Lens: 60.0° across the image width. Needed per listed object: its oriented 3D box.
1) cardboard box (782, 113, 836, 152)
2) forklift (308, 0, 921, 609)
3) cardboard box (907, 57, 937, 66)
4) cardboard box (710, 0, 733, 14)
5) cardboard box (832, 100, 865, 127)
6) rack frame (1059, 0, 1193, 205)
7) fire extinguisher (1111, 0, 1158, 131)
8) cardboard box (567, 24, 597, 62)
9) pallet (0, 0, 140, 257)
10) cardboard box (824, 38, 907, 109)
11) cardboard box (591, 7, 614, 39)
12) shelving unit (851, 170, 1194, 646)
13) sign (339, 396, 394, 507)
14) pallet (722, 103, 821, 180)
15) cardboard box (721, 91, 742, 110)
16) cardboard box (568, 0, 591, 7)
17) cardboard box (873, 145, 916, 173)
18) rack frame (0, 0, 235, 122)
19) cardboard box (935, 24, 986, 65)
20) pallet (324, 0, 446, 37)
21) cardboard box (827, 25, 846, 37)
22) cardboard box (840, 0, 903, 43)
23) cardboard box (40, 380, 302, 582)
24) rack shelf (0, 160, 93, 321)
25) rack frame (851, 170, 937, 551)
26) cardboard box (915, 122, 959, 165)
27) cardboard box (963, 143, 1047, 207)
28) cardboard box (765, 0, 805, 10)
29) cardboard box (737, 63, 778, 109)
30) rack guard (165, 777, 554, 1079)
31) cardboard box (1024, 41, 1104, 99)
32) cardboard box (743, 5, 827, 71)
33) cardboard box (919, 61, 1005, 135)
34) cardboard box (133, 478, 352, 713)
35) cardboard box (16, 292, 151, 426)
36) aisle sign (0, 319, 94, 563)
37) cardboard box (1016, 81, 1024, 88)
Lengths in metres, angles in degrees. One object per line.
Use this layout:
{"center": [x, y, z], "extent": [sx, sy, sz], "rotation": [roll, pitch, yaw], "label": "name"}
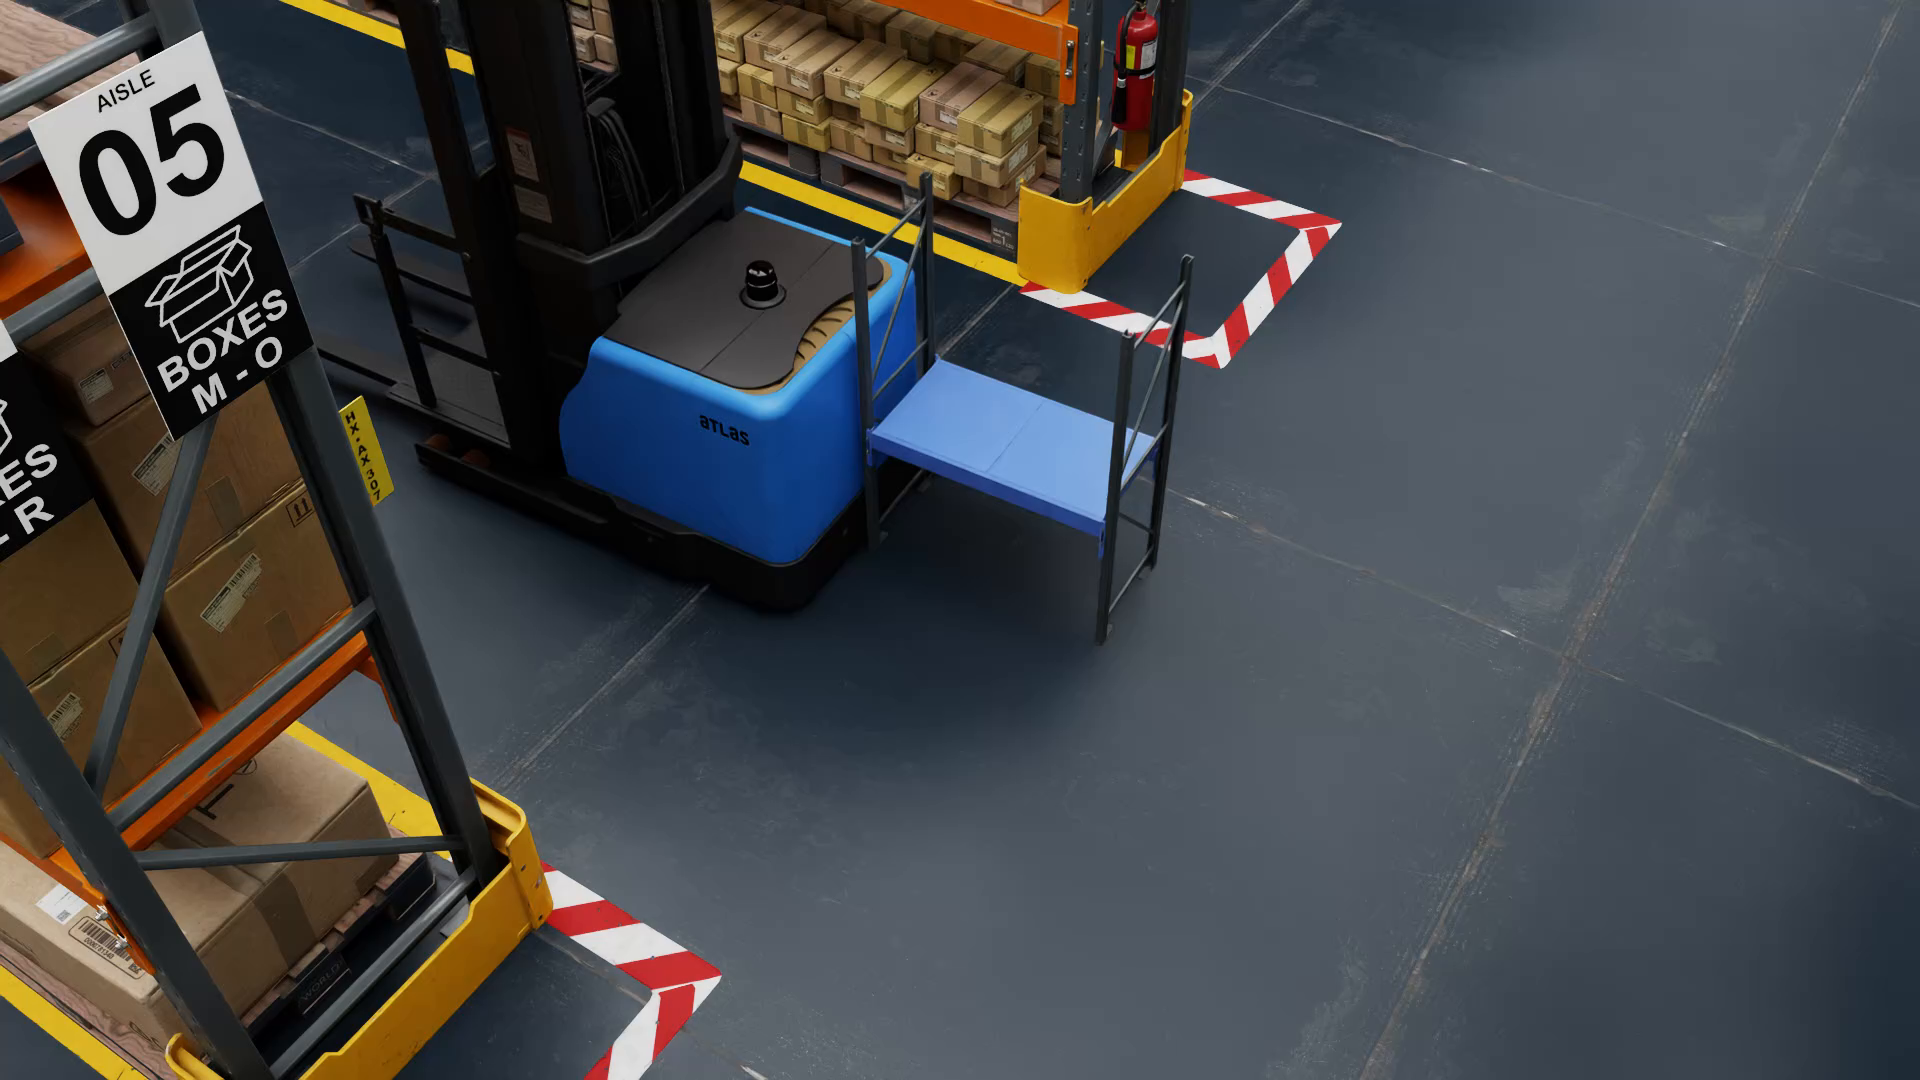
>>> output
{"center": [-0.692, -2.153, 8.446], "extent": [0.250, 0.149, 0.380], "rotation": [23, 50, 20], "label": "cardboard box"}
{"center": [-1.691, -1.541, 6.203], "extent": [3.031, 2.935, 1.130], "rotation": [22, 50, 20], "label": "forklift"}
{"center": [-0.140, -2.541, 8.616], "extent": [0.250, 0.149, 0.380], "rotation": [26, 51, 23], "label": "cardboard box"}
{"center": [-1.300, -2.730, 8.591], "extent": [0.250, 0.149, 0.380], "rotation": [23, 50, 21], "label": "cardboard box"}
{"center": [-0.434, -2.236, 8.319], "extent": [0.250, 0.149, 0.380], "rotation": [24, 51, 22], "label": "cardboard box"}
{"center": [0.774, -2.581, 7.166], "extent": [0.127, 3.000, 1.000], "rotation": [25, 51, 22], "label": "rack frame"}
{"center": [0.736, -2.048, 6.962], "extent": [0.183, 0.674, 0.296], "rotation": [25, 51, 22], "label": "fire extinguisher"}
{"center": [-1.999, -2.780, 9.054], "extent": [0.250, 0.149, 0.380], "rotation": [24, 51, 22], "label": "cardboard box"}
{"center": [-2.444, -0.849, 3.454], "extent": [1.213, 0.211, 1.003], "rotation": [25, 51, 22], "label": "pallet"}
{"center": [-0.460, -2.287, 8.161], "extent": [0.250, 0.149, 0.380], "rotation": [23, 50, 21], "label": "cardboard box"}
{"center": [-1.749, -2.830, 8.896], "extent": [0.250, 0.149, 0.380], "rotation": [22, 50, 20], "label": "cardboard box"}
{"center": [0.208, -0.458, 6.149], "extent": [1.048, 1.500, 0.538], "rotation": [22, 50, 20], "label": "shelving unit"}
{"center": [-1.509, -0.215, 4.209], "extent": [0.005, 0.325, 0.100], "rotation": [25, 51, 22], "label": "sign"}
{"center": [-0.978, -2.447, 8.981], "extent": [1.213, 0.211, 1.003], "rotation": [25, 51, 22], "label": "pallet"}
{"center": [-1.084, -2.414, 8.699], "extent": [0.250, 0.149, 0.380], "rotation": [26, 51, 23], "label": "cardboard box"}
{"center": [-1.976, -3.021, 8.874], "extent": [0.250, 0.149, 0.380], "rotation": [24, 50, 22], "label": "cardboard box"}
{"center": [-0.229, -2.004, 8.301], "extent": [0.250, 0.149, 0.380], "rotation": [24, 51, 22], "label": "cardboard box"}
{"center": [-1.814, -1.644, 2.073], "extent": [0.127, 3.000, 1.000], "rotation": [25, 51, 22], "label": "rack frame"}
{"center": [0.076, -2.558, 8.424], "extent": [0.250, 0.149, 0.380], "rotation": [25, 51, 22], "label": "cardboard box"}
{"center": [-3.249, -3.458, 9.963], "extent": [1.213, 0.211, 1.003], "rotation": [25, 51, 22], "label": "pallet"}
{"center": [-0.665, -2.667, 8.738], "extent": [0.250, 0.149, 0.380], "rotation": [27, 52, 24], "label": "cardboard box"}
{"center": [-0.406, -2.717, 8.579], "extent": [0.250, 0.149, 0.380], "rotation": [27, 51, 24], "label": "cardboard box"}
{"center": [-2.064, -0.295, 4.178], "extent": [0.500, 0.500, 0.500], "rotation": [24, 50, 21], "label": "cardboard box"}
{"center": [-3.497, -1.122, 4.159], "extent": [4.000, 0.370, 1.077], "rotation": [25, 51, 22], "label": "rack shelf"}
{"center": [-0.234, -0.638, 6.324], "extent": [0.032, 1.500, 0.500], "rotation": [22, 50, 20], "label": "rack frame"}
{"center": [-0.016, -2.003, 8.093], "extent": [0.250, 0.149, 0.380], "rotation": [24, 50, 21], "label": "cardboard box"}
{"center": [0.218, -1.812, 8.114], "extent": [0.250, 0.149, 0.380], "rotation": [26, 51, 23], "label": "cardboard box"}
{"center": [-0.866, -2.886, 8.743], "extent": [0.250, 0.149, 0.380], "rotation": [25, 51, 22], "label": "cardboard box"}
{"center": [-0.912, -2.373, 8.452], "extent": [0.250, 0.149, 0.380], "rotation": [27, 52, 24], "label": "cardboard box"}
{"center": [-1.793, 1.327, 5.112], "extent": [0.348, 0.500, 1.175], "rotation": [25, 51, 22], "label": "rack guard"}
{"center": [0.516, -2.349, 8.221], "extent": [0.250, 0.149, 0.380], "rotation": [23, 50, 20], "label": "cardboard box"}
{"center": [-0.878, -2.526, 8.394], "extent": [0.250, 0.149, 0.380], "rotation": [23, 50, 21], "label": "cardboard box"}
{"center": [0.011, -2.125, 8.004], "extent": [0.250, 0.149, 0.380], "rotation": [26, 51, 23], "label": "cardboard box"}
{"center": [-2.063, 0.053, 4.538], "extent": [0.500, 0.500, 0.500], "rotation": [24, 51, 22], "label": "cardboard box"}
{"center": [-1.963, -0.467, 3.893], "extent": [0.250, 0.149, 0.380], "rotation": [26, 51, 23], "label": "cardboard box"}
{"center": [-1.920, -0.244, 3.083], "extent": [0.004, 0.787, 0.394], "rotation": [25, 51, 22], "label": "aisle sign"}
{"center": [0.271, -2.335, 8.415], "extent": [0.250, 0.149, 0.380], "rotation": [24, 51, 22], "label": "cardboard box"}
